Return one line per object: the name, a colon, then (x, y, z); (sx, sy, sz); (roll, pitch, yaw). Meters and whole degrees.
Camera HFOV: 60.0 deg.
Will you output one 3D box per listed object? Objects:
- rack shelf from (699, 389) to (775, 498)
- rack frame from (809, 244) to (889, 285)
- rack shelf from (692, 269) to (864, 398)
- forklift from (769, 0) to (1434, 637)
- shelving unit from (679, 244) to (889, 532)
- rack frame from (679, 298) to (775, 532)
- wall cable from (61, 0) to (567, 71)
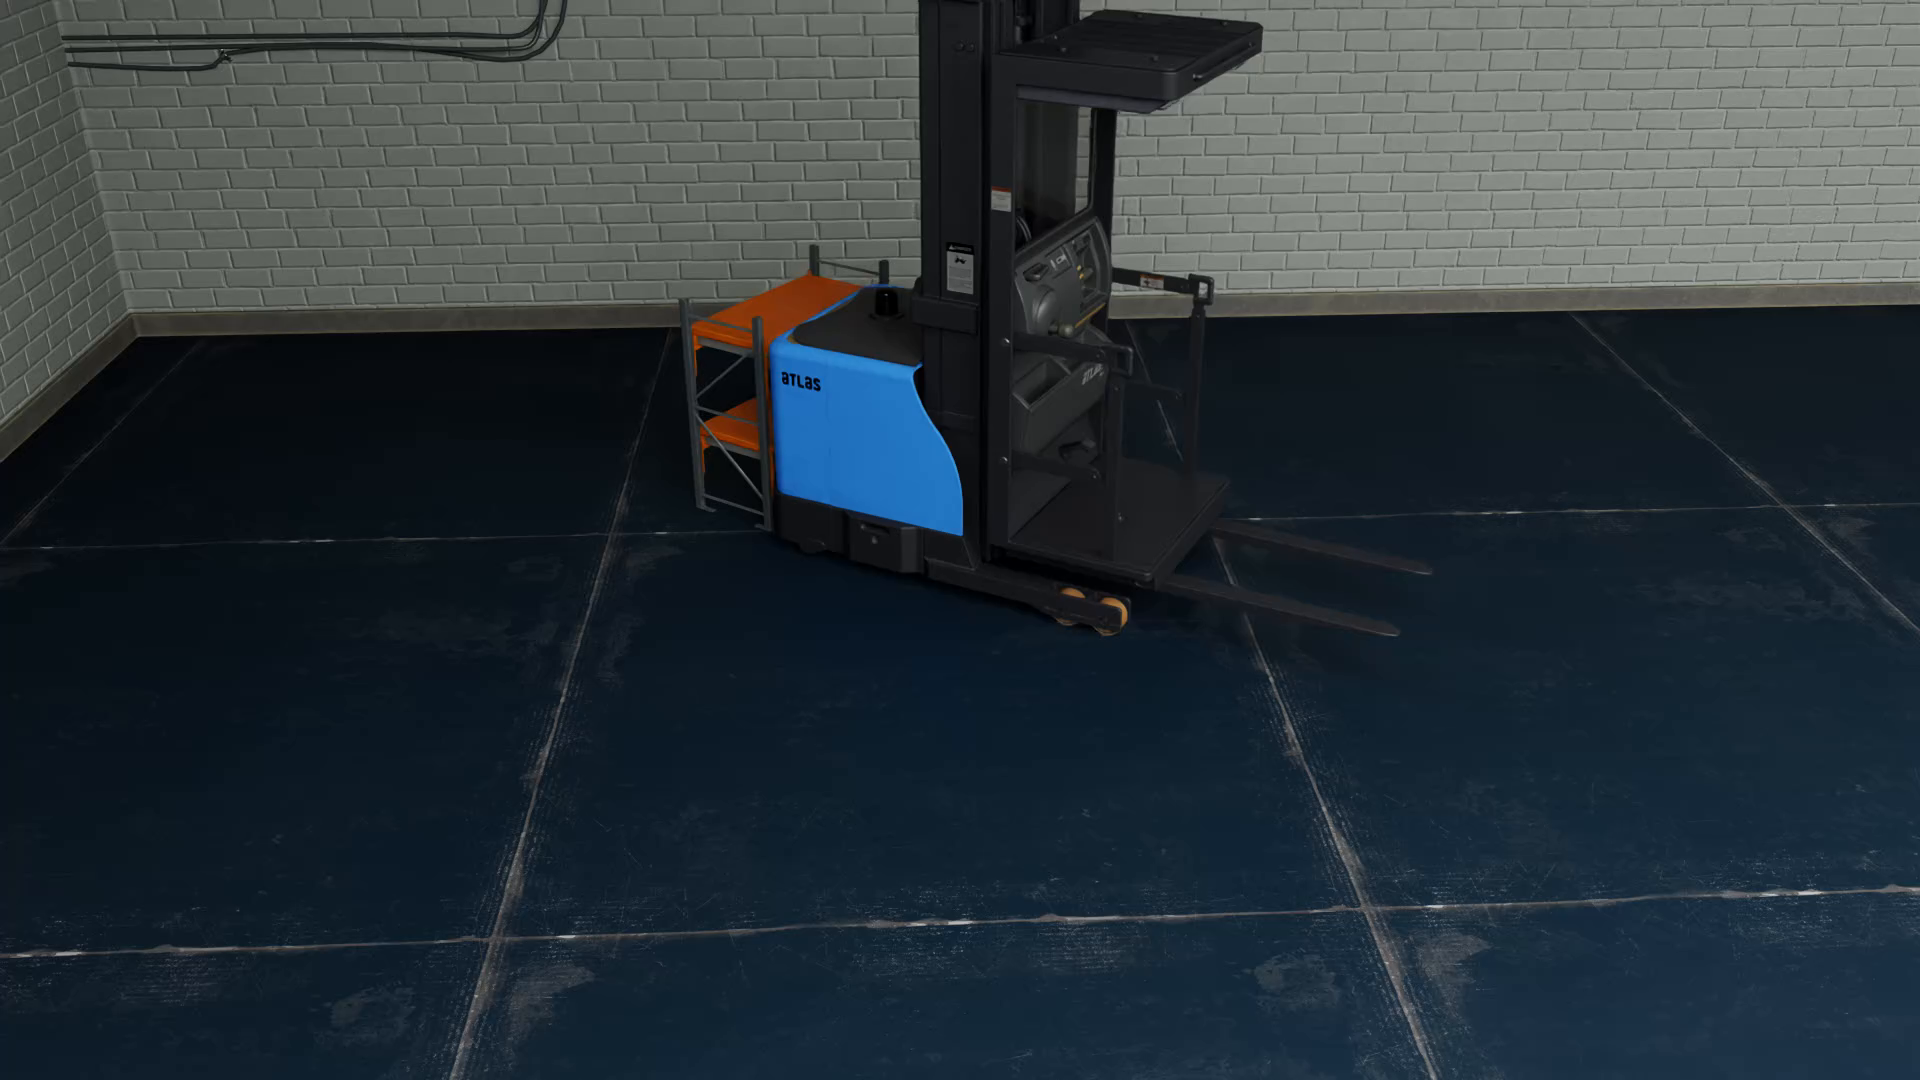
rack shelf: (-0.865, -0.588, 8.690); (0.538, 0.278, 1.000); (17, 32, 29)
rack frame: (-0.584, -1.001, 8.953); (0.500, 1.125, 0.032); (17, 32, 29)
rack shelf: (-0.865, -1.064, 8.442); (0.538, 0.278, 1.000); (17, 32, 29)
forklift: (0.644, -1.154, 7.294); (3.031, 2.935, 1.130); (13, 30, 24)
shelving unit: (-0.865, -0.805, 8.577); (0.538, 1.125, 1.048); (17, 32, 29)
rack frame: (-1.146, -0.609, 8.201); (0.500, 1.125, 0.032); (17, 32, 29)
wall cable: (-3.888, -3.954, 9.458); (3.097, 2.526, 0.112); (-1, 28, -3)
